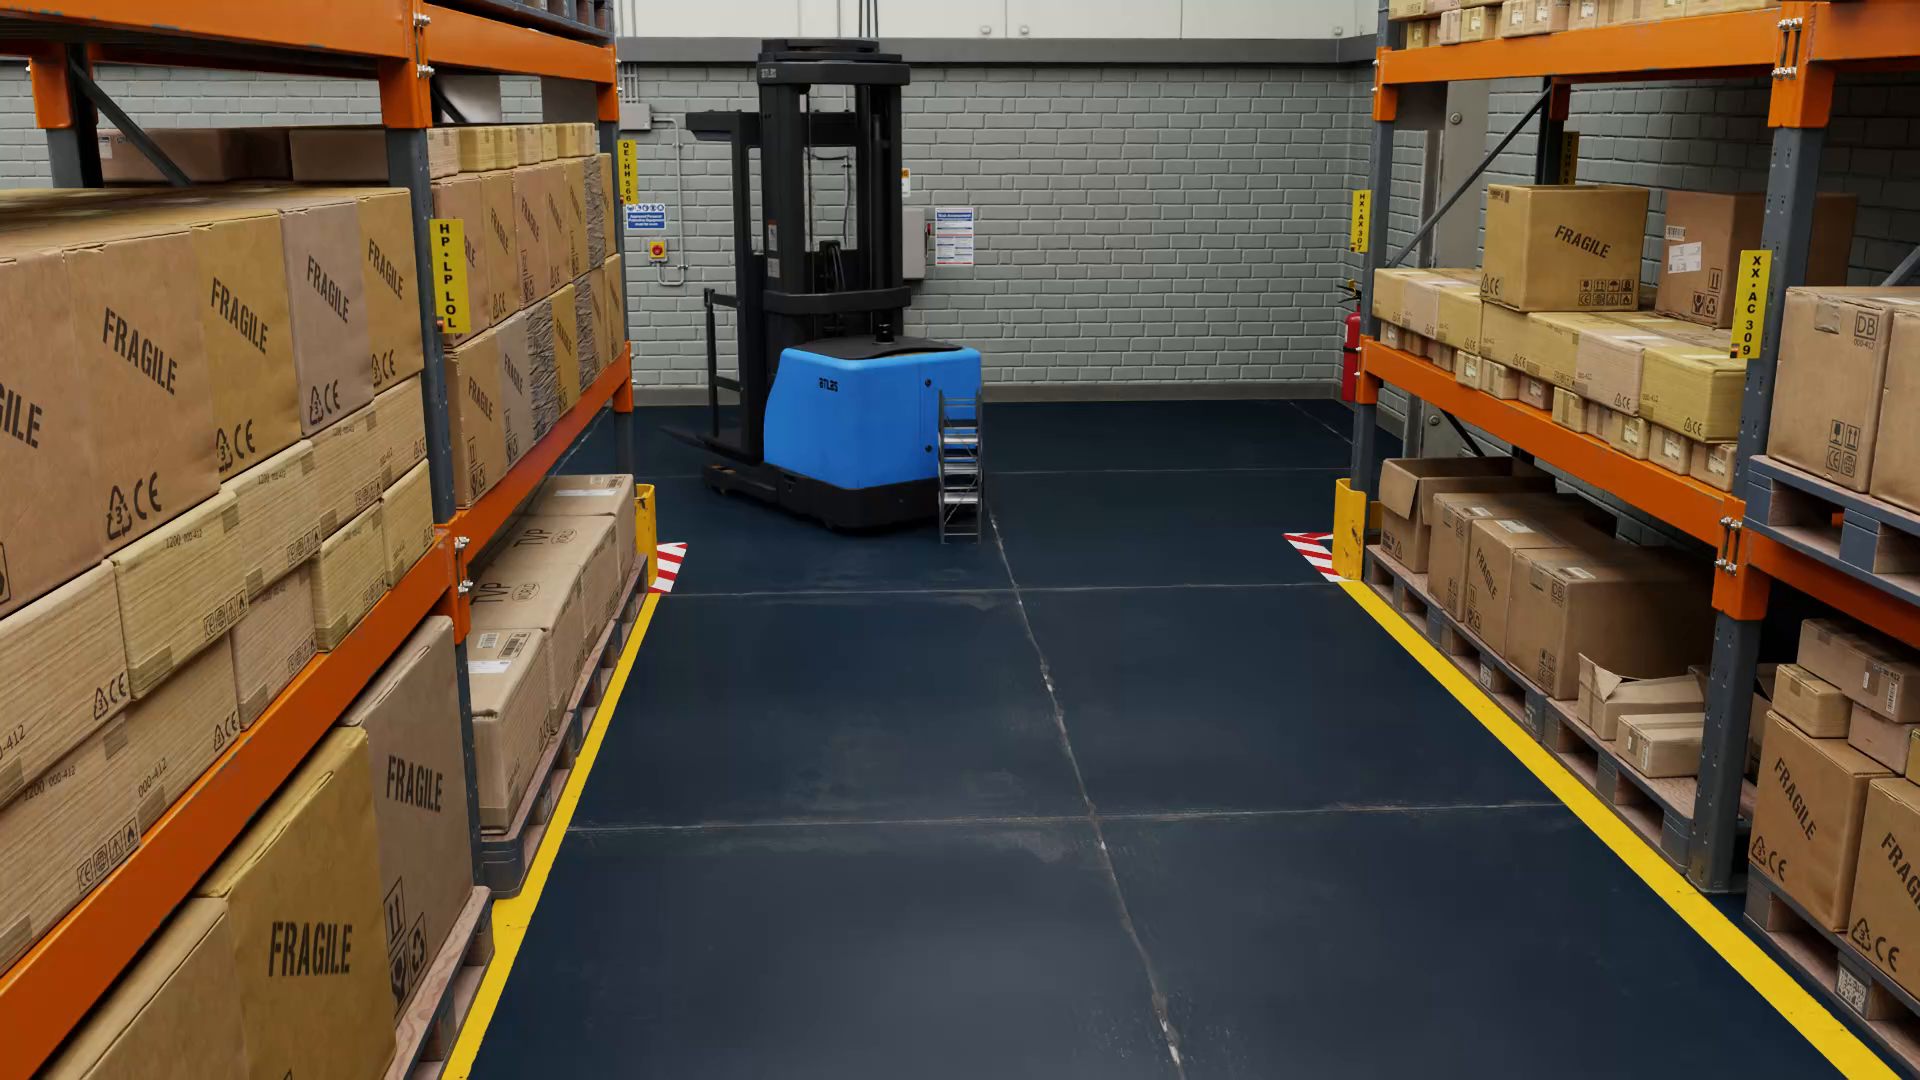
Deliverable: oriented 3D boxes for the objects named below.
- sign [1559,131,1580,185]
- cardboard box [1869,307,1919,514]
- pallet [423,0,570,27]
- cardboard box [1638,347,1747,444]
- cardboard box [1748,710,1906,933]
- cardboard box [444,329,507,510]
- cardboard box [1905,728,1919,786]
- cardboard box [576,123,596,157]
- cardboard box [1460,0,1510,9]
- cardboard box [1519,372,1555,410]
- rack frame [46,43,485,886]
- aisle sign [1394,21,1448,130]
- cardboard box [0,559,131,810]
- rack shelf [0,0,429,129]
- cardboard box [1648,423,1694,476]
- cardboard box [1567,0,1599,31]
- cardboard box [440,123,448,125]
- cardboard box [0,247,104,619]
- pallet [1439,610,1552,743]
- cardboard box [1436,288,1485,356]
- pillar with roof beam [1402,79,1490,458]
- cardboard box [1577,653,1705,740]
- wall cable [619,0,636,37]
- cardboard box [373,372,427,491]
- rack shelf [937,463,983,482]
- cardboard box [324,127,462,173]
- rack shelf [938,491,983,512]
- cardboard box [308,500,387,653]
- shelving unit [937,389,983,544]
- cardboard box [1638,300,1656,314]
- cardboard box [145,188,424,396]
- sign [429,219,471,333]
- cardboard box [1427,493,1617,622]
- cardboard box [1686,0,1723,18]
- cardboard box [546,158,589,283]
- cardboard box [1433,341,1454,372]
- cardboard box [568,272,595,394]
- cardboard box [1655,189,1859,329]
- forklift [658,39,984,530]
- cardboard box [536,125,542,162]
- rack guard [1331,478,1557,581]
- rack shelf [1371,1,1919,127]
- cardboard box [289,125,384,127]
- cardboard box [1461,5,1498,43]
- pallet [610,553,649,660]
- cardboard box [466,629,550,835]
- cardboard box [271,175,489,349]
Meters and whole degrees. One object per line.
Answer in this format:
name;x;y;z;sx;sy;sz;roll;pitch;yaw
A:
sign;3.247;-2.016;8.884;0.100;0.325;0.005;-1;14;-3
cardboard box;2.779;-0.303;4.141;0.700;0.500;0.500;-1;14;-3
pallet;-2.127;-2.142;6.491;1.003;0.211;1.213;-1;14;-3
cardboard box;2.665;-0.498;5.647;0.500;0.250;0.500;-1;14;-2
cardboard box;2.745;0.827;4.965;0.500;0.500;0.500;0;14;-1
cardboard box;-1.782;-0.395;5.343;0.500;0.500;0.500;0;14;-2
cardboard box;2.818;0.614;4.492;0.380;0.149;0.250;-2;15;-6
cardboard box;-1.900;-1.856;7.711;0.380;0.149;0.250;-1;14;-4
cardboard box;2.518;-2.455;7.231;0.500;0.250;0.500;-1;14;-5
cardboard box;2.590;-0.642;7.004;0.380;0.149;0.250;-1;14;-4
rack frame;-2.014;-0.226;4.886;1.000;3.000;0.127;-1;14;-3
aisle sign;2.395;-2.570;8.778;0.394;0.787;0.004;-1;14;-3
cardboard box;-1.601;0.217;2.463;0.500;0.250;0.500;-1;14;-4
rack shelf;-1.890;-0.833;2.669;1.077;0.370;4.000;-1;14;-3
cardboard box;2.630;-0.322;5.762;0.380;0.149;0.250;0;14;-2
cardboard box;2.583;-2.038;6.413;0.380;0.149;0.250;-1;14;-3
cardboard box;-2.493;-1.780;7.414;0.380;0.149;0.250;-1;14;-5
cardboard box;-1.610;-0.143;2.354;0.500;0.500;0.500;0;14;-2
pallet;2.820;0.572;7.381;1.003;0.211;1.213;-1;14;-3
cardboard box;2.517;-1.002;7.604;0.500;0.250;0.500;-1;14;-4
pillar with roof beam;-0.872;-4.822;10.708;9.100;9.000;0.400;-1;14;-3
cardboard box;2.590;0.594;6.342;0.396;0.266;0.258;0;14;-1
wall cable;-2.896;-5.537;13.486;0.463;3.000;0.029;-1;14;-3
cardboard box;-1.744;-0.290;4.431;0.500;0.250;0.500;-1;14;-3
rack shelf;-0.001;-0.406;9.930;0.258;0.077;0.200;-1;14;-3
cardboard box;-1.864;-1.282;5.480;0.380;0.149;0.250;-1;14;-4
rack shelf;-0.001;-0.231;9.975;0.258;0.077;0.200;-1;14;-3
cardboard box;-1.704;0.081;3.994;0.500;0.250;0.500;-1;14;-4
shelving unit;-0.001;-0.438;9.922;0.258;0.900;0.210;-1;14;-3
cardboard box;3.074;-0.878;7.124;0.500;0.250;0.500;-1;14;-4
cardboard box;-1.736;-0.652;4.332;0.500;0.500;0.500;0;14;-2
sign;-1.473;-0.759;4.793;0.100;0.325;0.005;-1;14;-3
cardboard box;2.649;0.075;7.887;0.700;0.500;0.500;0;14;-1
cardboard box;2.611;-1.781;5.412;0.380;0.149;0.250;-1;14;-4
cardboard box;-1.905;-1.385;7.182;0.500;0.500;0.500;-1;14;-4
cardboard box;2.506;-0.900;8.008;0.380;0.149;0.250;0;14;-2
cardboard box;-1.910;-0.901;7.307;0.500;0.500;0.500;0;14;-2
cardboard box;3.113;-1.113;6.531;0.500;0.500;0.500;-1;14;-5
forklift;-1.113;-1.794;11.117;1.130;2.935;3.031;-10;18;-34
cardboard box;-1.908;-1.600;6.715;0.380;0.149;0.250;0;14;-2
rack guard;2.697;-0.069;9.292;1.175;0.500;0.348;-1;14;-3
rack shelf;2.816;-1.905;6.836;1.077;0.370;4.000;-1;14;-3
cardboard box;-2.397;-1.525;6.423;0.380;0.149;0.250;-1;14;-3
cardboard box;2.457;-2.289;7.389;0.380;0.149;0.250;-1;14;-4
pallet;-2.134;0.327;8.332;1.003;0.211;1.213;-1;14;-3
cardboard box;-1.946;0.653;5.766;0.875;0.438;0.875;-1;14;-4
cardboard box;-1.802;-0.881;5.224;0.500;0.500;0.500;-1;14;-3
